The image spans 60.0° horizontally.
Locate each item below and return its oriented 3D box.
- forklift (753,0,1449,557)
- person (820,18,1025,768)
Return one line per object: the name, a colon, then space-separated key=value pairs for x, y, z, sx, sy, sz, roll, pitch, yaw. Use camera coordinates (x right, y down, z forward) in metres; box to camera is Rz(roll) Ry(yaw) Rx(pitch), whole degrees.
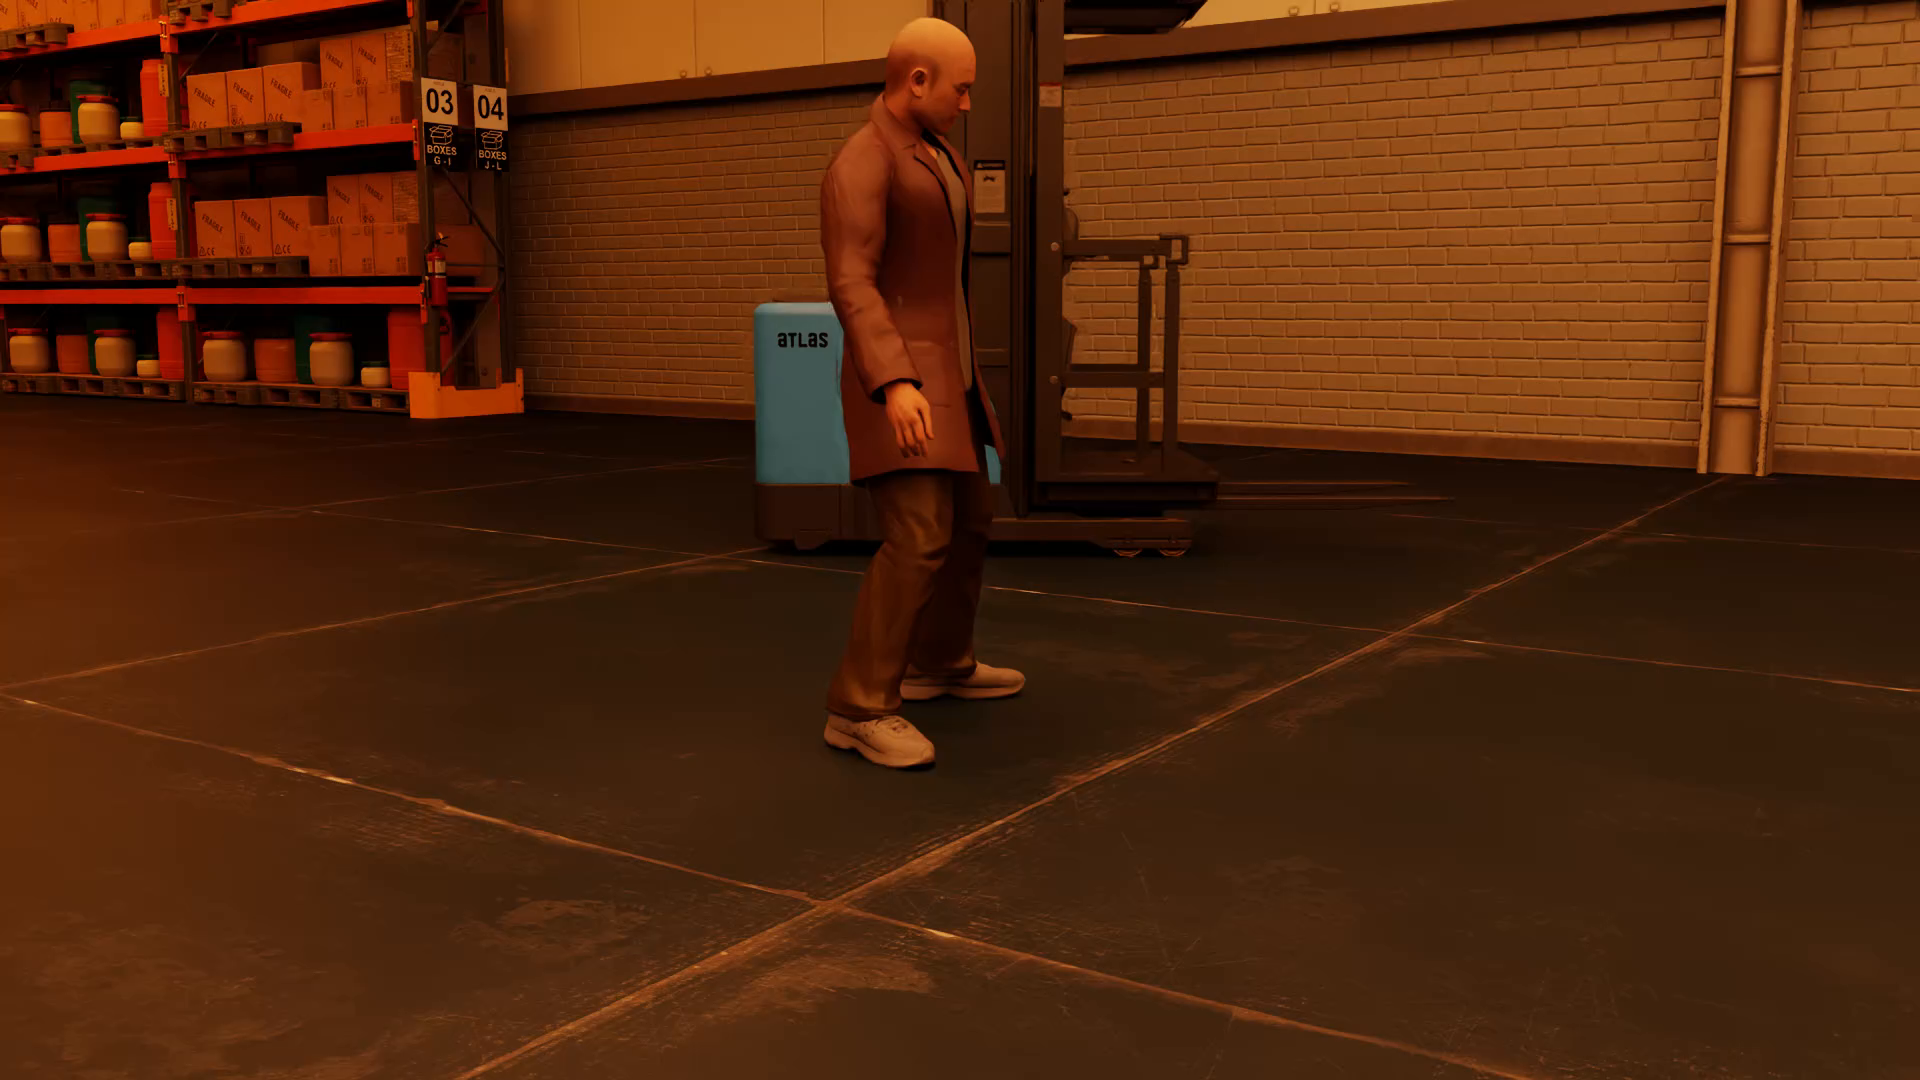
forklift: x=0.622 y=-1.453 z=7.412 sx=3.031 sy=2.935 sz=1.130 roll=0 pitch=8 yaw=0
person: x=-0.098 y=-0.286 z=4.111 sx=0.377 sy=1.560 sz=0.943 roll=3 pitch=8 yaw=17
